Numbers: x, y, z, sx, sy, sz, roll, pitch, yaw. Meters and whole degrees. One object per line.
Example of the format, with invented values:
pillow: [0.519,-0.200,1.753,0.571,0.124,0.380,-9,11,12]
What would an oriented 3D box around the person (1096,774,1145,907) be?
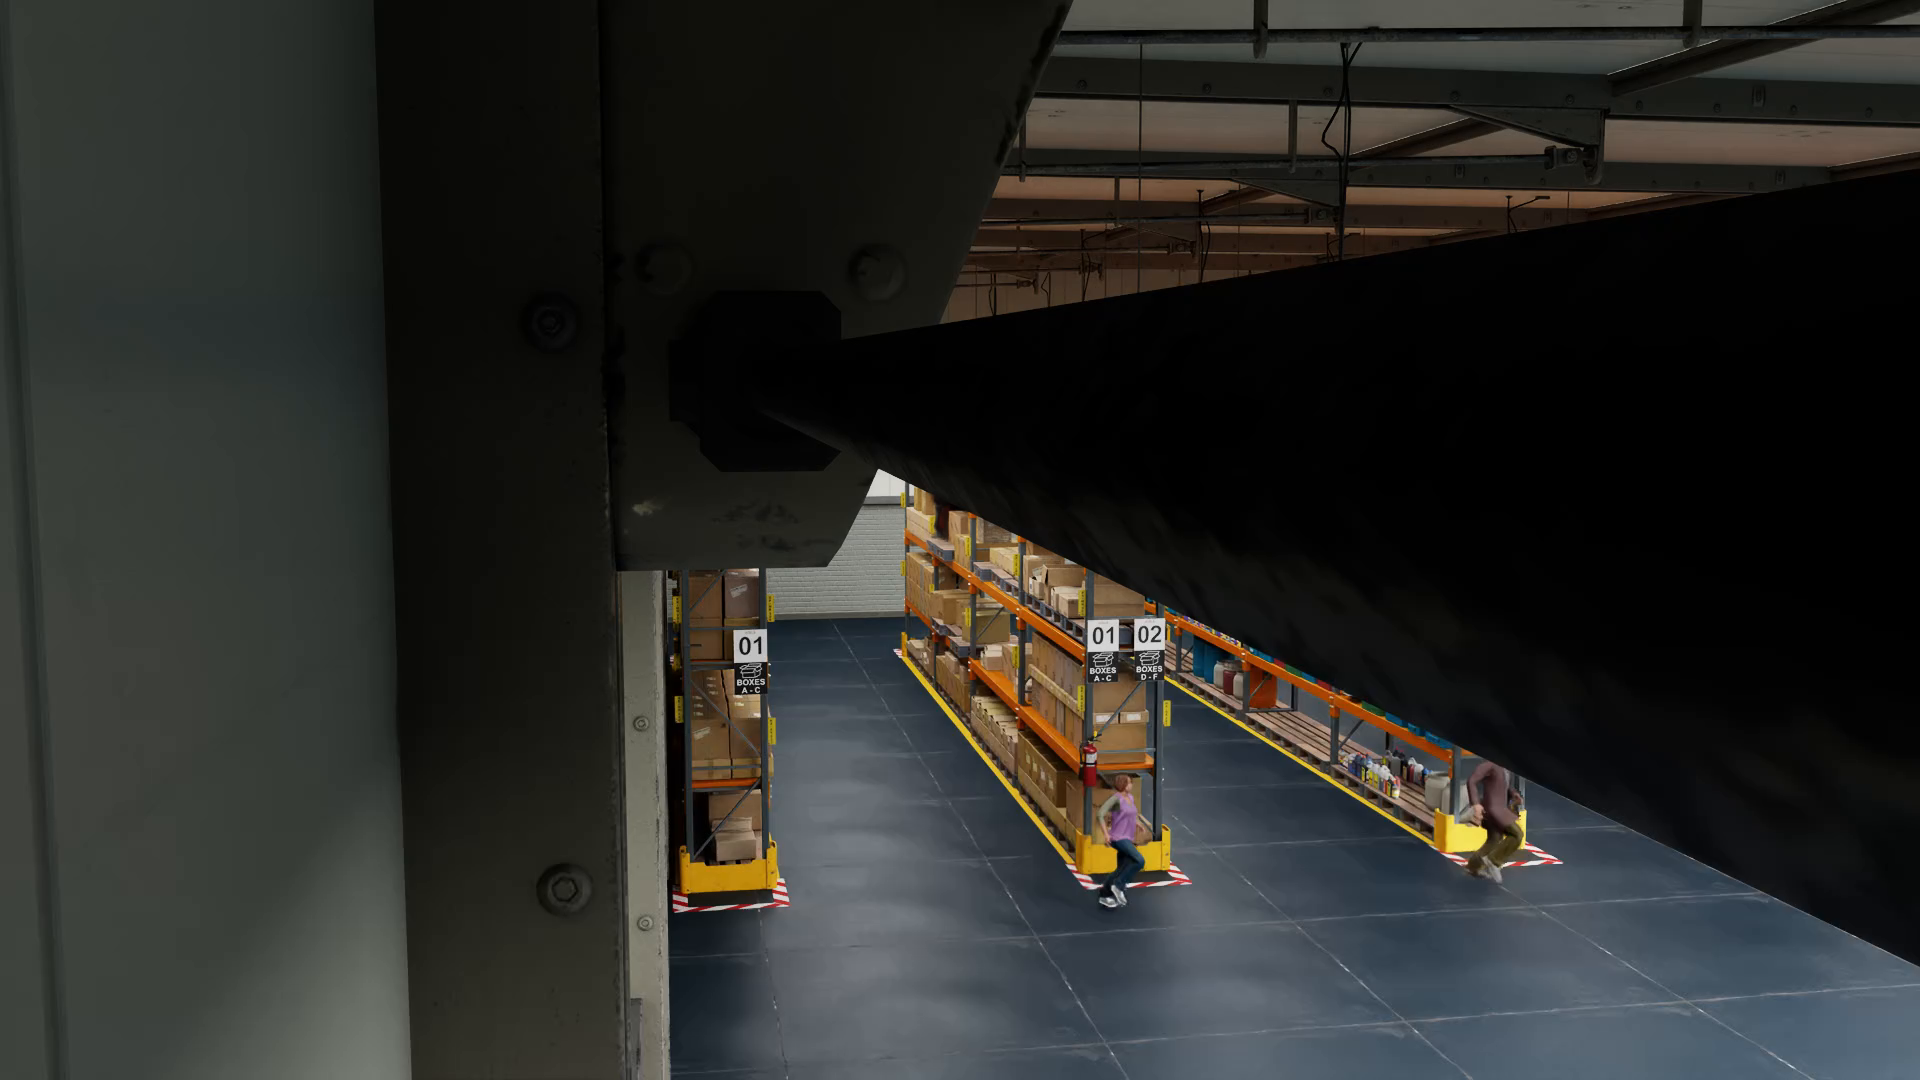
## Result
person: [1.954,3.532,19.557,0.575,1.529,0.553,4,7,32]

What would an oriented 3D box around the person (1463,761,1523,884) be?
person: [6.624,3.330,20.475,0.712,1.687,0.678,4,7,36]
